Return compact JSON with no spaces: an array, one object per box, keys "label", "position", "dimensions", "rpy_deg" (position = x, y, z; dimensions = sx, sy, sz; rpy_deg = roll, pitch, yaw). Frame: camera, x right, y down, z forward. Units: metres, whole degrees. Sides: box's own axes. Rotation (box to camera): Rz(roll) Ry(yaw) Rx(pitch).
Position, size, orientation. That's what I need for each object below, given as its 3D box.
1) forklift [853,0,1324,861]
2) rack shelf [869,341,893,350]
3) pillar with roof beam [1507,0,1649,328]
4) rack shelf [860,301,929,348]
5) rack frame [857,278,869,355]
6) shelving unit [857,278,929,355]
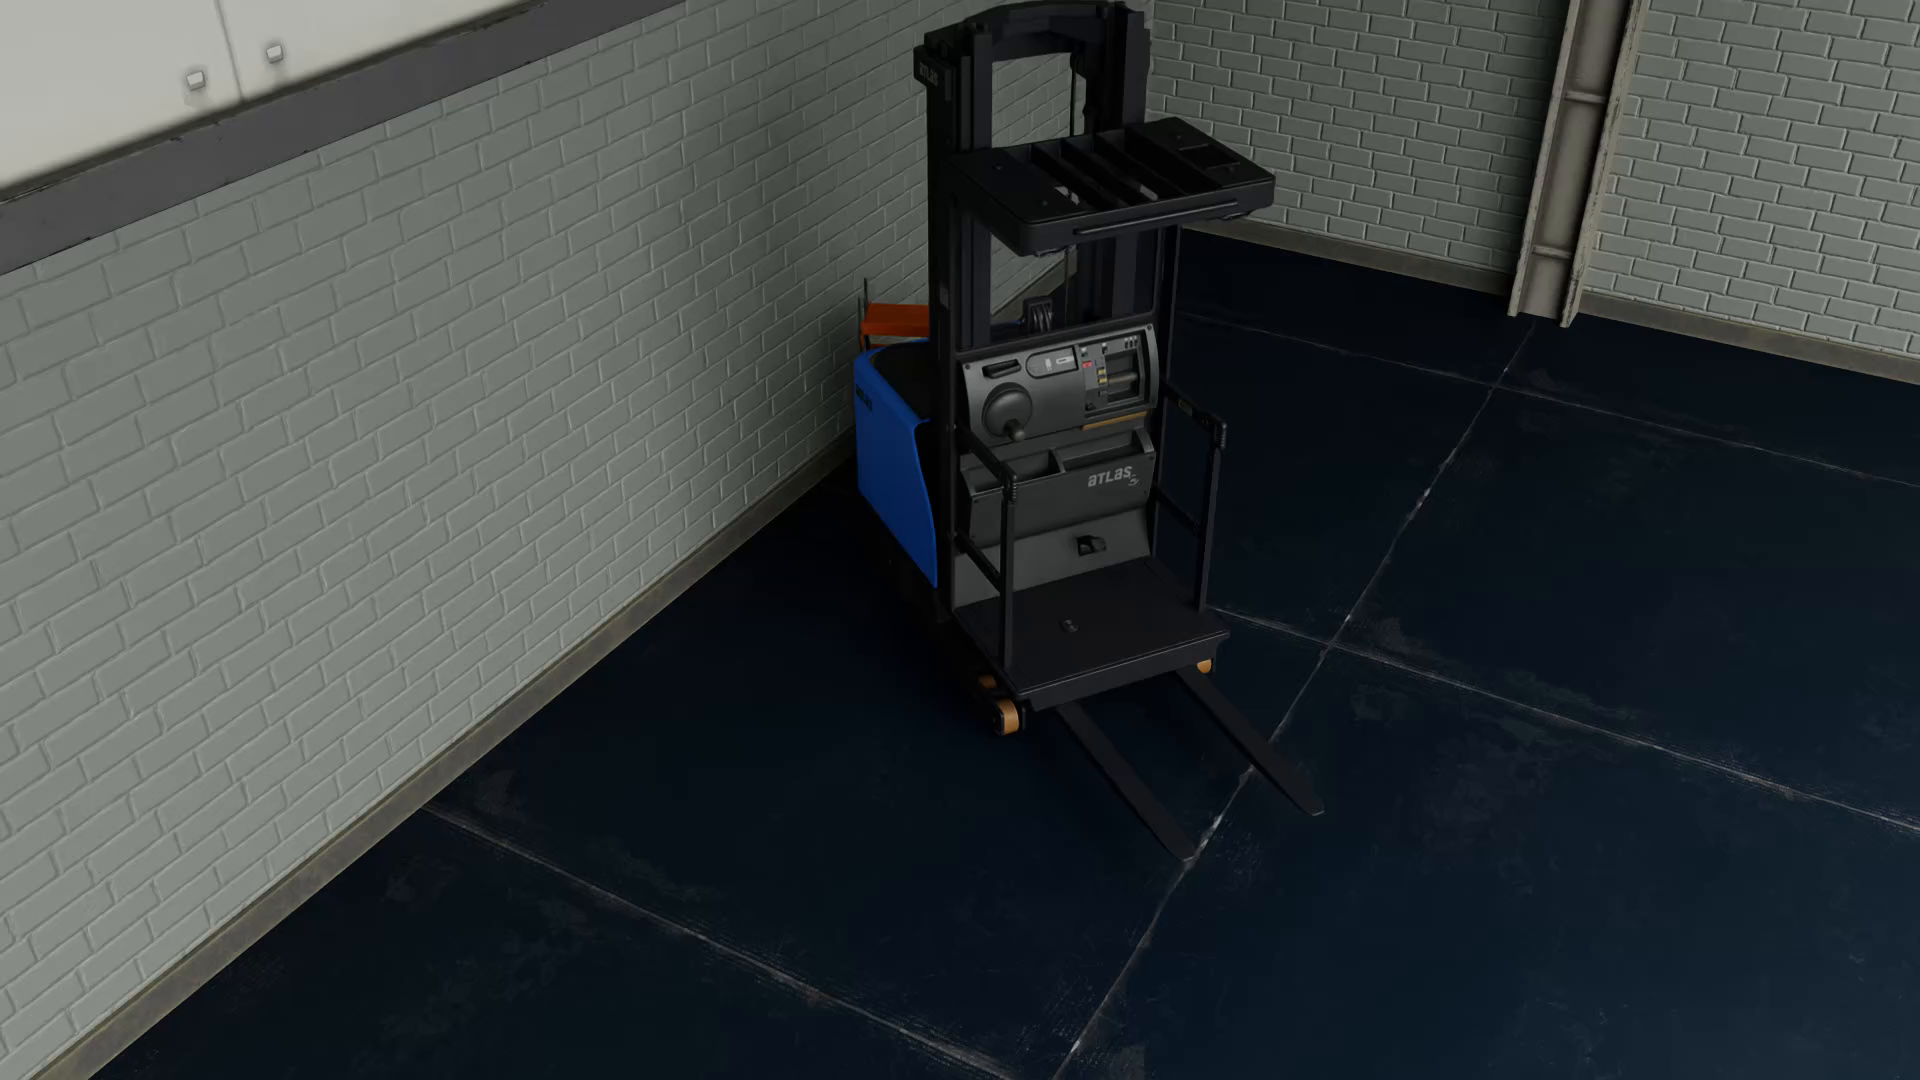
[{"label":"forklift","position":[0.534,-0.624,7.043],"dimensions":[1.130,2.935,3.031],"rpy_deg":[-14,36,-20]},{"label":"rack shelf","position":[-0.259,-0.913,8.756],"dimensions":[0.480,0.148,0.258],"rpy_deg":[3,34,5]},{"label":"pillar with roof beam","position":[1.723,-3.183,5.410],"dimensions":[0.400,9.000,9.100],"rpy_deg":[18,37,24]},{"label":"rack shelf","position":[-0.259,-1.110,8.625],"dimensions":[0.480,0.148,0.258],"rpy_deg":[3,34,5]},{"label":"rack frame","position":[-0.502,-0.796,8.863],"dimensions":[0.015,1.200,0.240],"rpy_deg":[3,34,5]},{"label":"shelving unit","position":[-0.259,-0.783,8.843],"dimensions":[0.503,1.200,0.258],"rpy_deg":[3,34,5]}]
